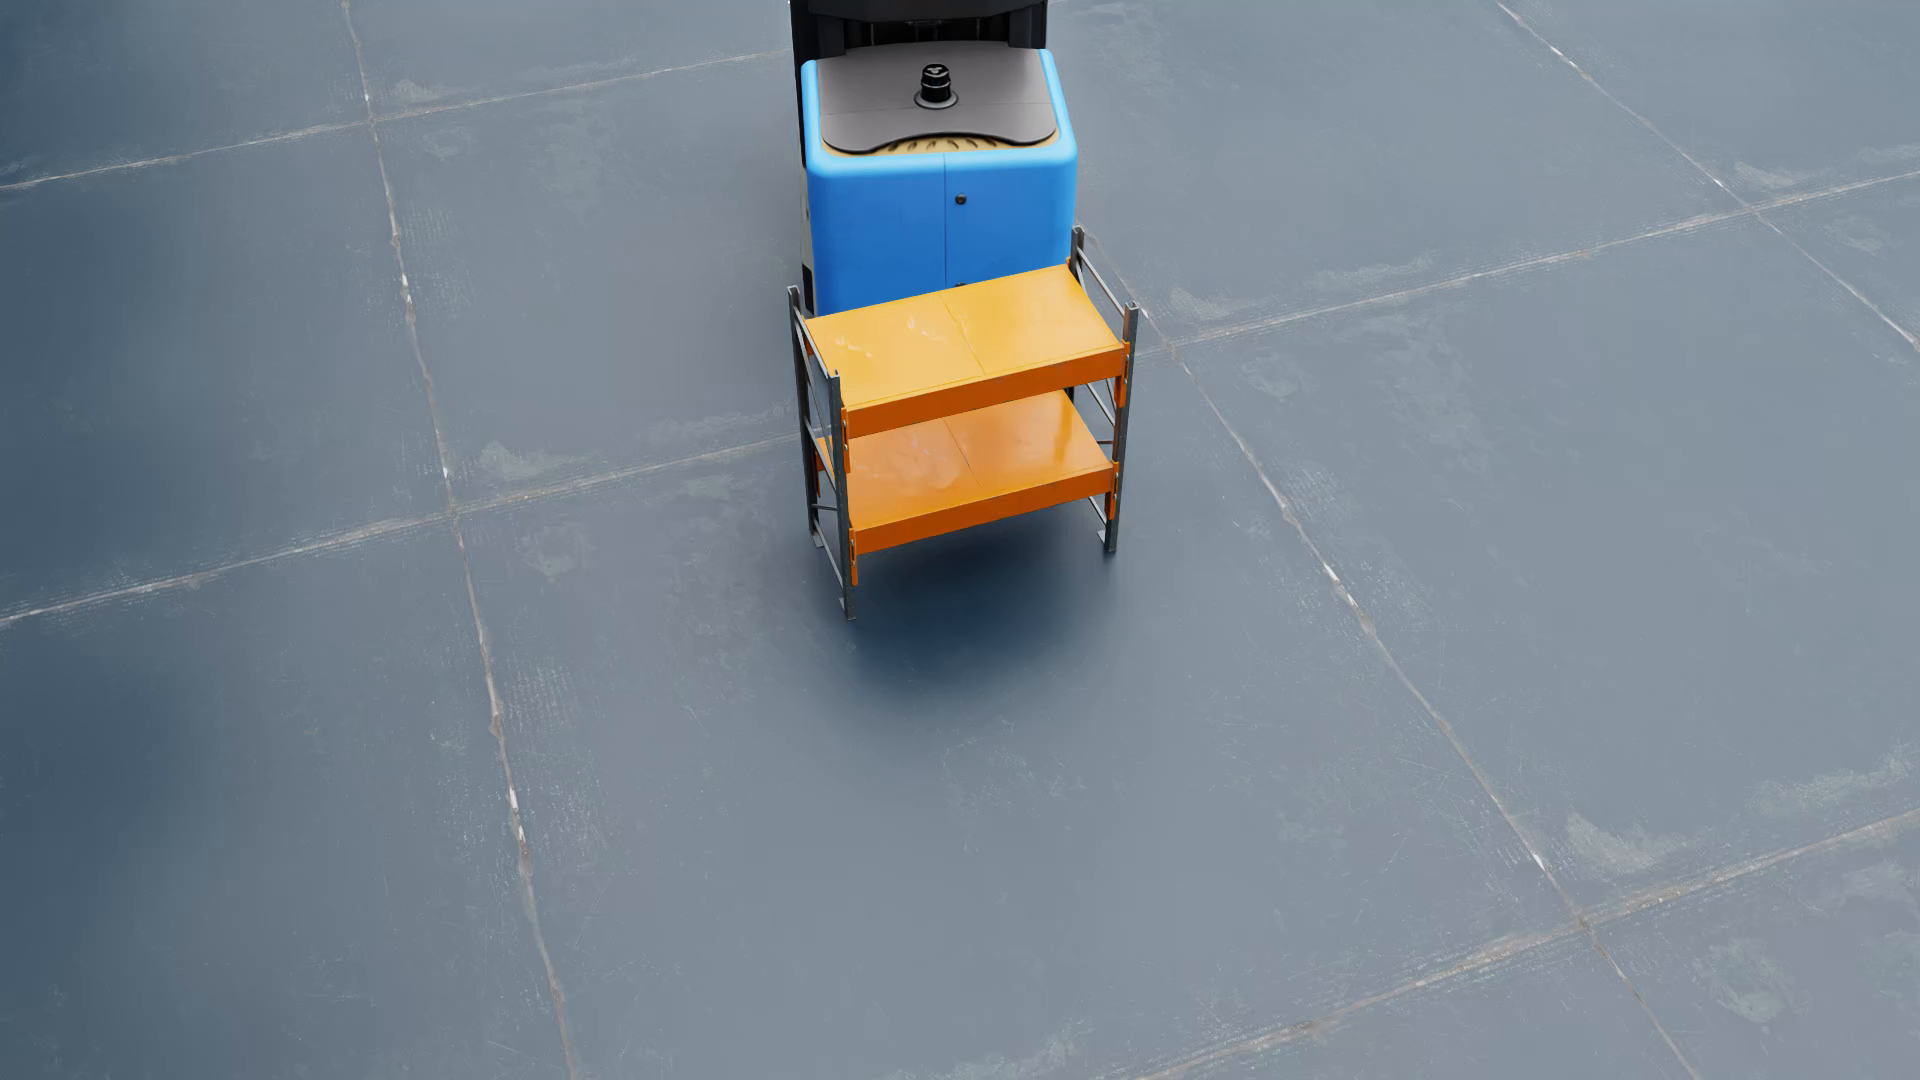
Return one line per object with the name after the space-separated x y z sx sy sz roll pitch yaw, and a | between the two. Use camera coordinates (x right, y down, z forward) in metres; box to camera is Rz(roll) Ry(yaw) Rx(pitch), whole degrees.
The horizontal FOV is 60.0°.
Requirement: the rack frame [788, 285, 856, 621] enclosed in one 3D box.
-0.472 -0.276 5.731 0.032 1.125 0.500 -14 47 -14 | rack frame

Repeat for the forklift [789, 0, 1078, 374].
-0.199 -2.733 6.904 1.130 2.935 3.031 -4 45 -4 | forklift

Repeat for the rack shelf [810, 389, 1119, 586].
0.006 -0.226 6.026 1.000 0.278 0.538 -14 47 -14 | rack shelf

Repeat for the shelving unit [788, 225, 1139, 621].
0.006 -0.399 5.853 1.048 1.125 0.538 -14 47 -14 | shelving unit

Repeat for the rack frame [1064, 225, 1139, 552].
0.485 -0.521 5.975 0.032 1.125 0.500 -14 47 -14 | rack frame

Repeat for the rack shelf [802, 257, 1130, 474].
0.006 -0.605 5.646 1.000 0.278 0.538 -14 47 -14 | rack shelf
